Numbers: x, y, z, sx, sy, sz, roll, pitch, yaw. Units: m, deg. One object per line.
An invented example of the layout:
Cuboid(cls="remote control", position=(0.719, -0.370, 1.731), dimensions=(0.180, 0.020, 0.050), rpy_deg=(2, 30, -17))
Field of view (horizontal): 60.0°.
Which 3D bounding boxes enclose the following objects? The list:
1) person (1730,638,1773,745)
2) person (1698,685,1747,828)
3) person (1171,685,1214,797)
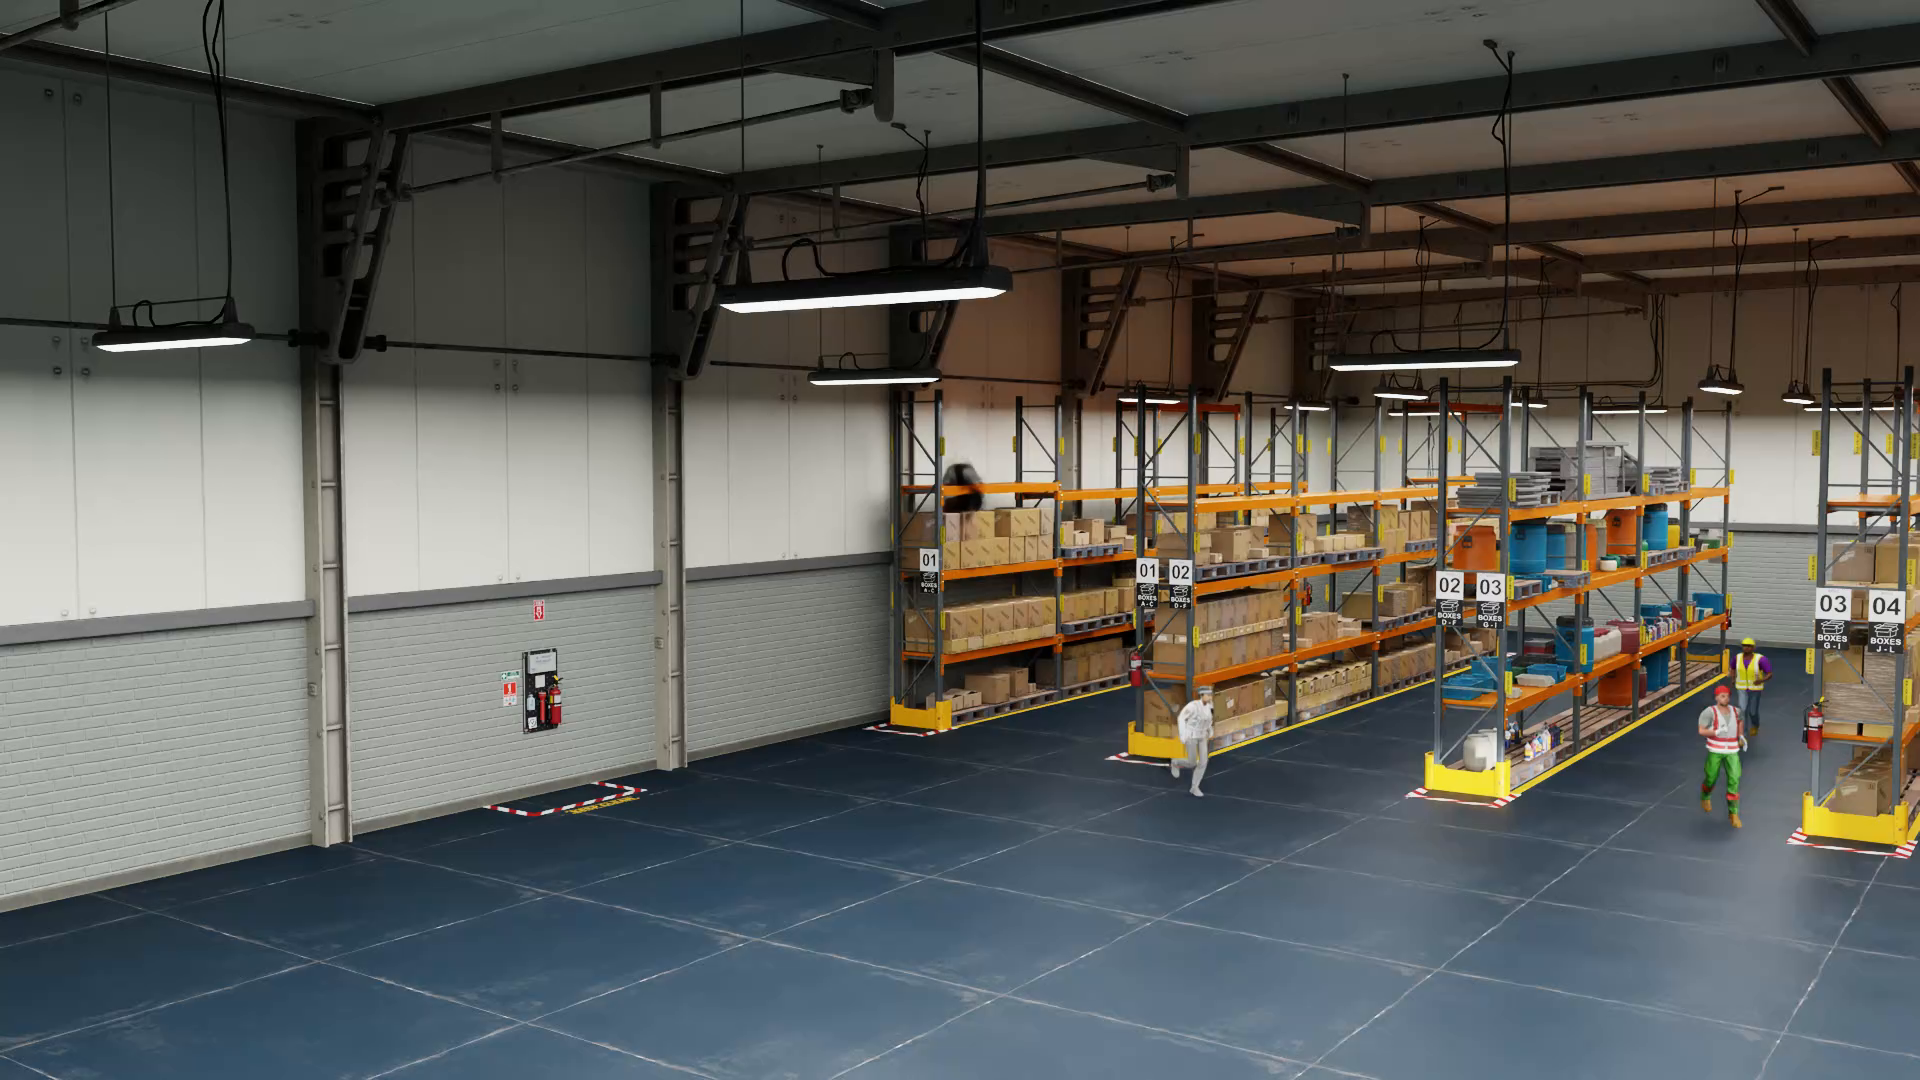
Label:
Cuboid(cls="person", position=(13.306, 2.526, 28.000), dimensions=(0.686, 1.773, 0.886), rpy_deg=(2, 4, 35))
Cuboid(cls="person", position=(10.172, 2.835, 22.190), dimensions=(0.660, 1.801, 0.972), rpy_deg=(0, 3, 7))
Cuboid(cls="person", position=(3.363, 2.867, 24.044), dimensions=(0.615, 1.629, 0.799), rpy_deg=(-3, 4, -38))
